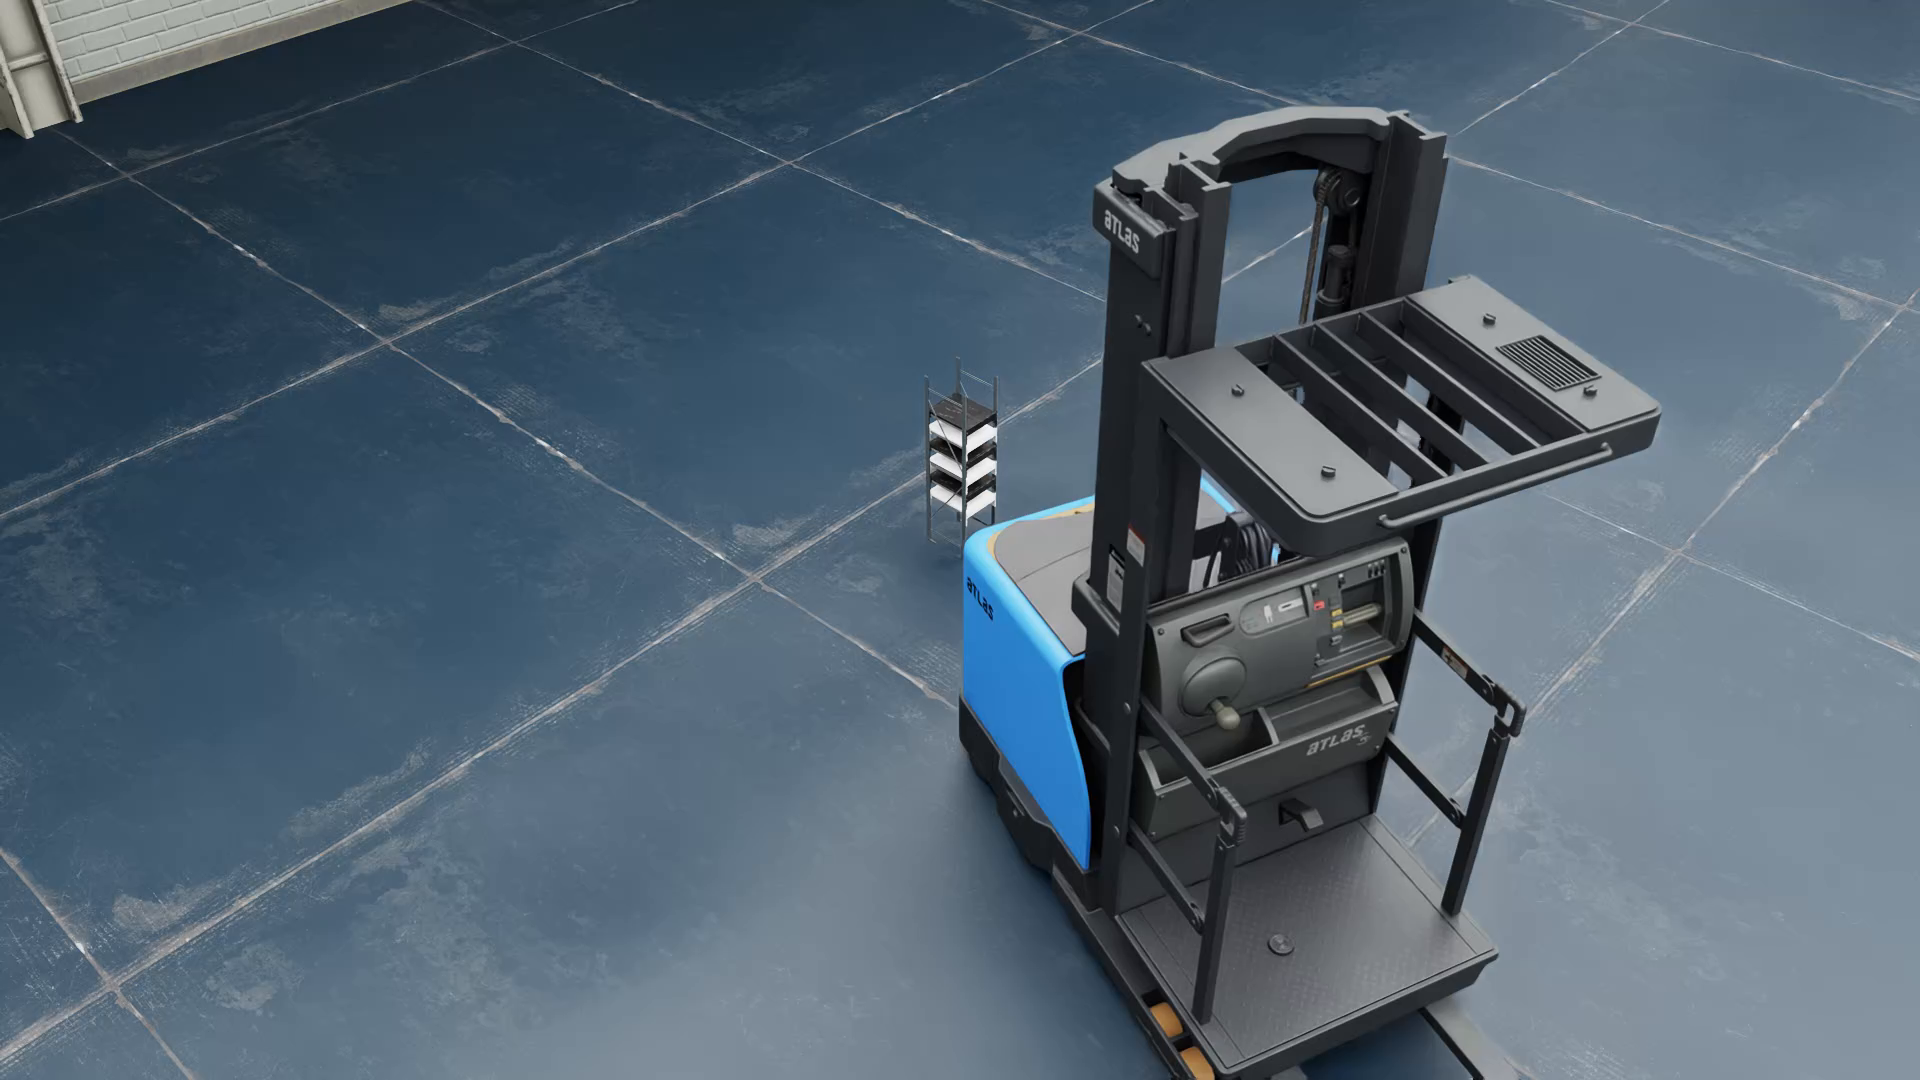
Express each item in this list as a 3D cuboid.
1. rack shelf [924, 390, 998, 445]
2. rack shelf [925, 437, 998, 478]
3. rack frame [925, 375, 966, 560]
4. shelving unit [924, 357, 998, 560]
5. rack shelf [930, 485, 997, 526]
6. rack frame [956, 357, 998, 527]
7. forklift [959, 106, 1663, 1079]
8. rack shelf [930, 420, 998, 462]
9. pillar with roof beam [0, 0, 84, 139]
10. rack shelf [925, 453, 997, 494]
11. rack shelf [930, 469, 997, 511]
[{"bbox_3d":[0.005,-0.541,7.327,0.258,0.077,0.200,30,47,32],"label":"rack shelf"},{"bbox_3d":[0.005,-0.400,7.439,0.258,0.077,0.200,30,47,32],"label":"rack shelf"},{"bbox_3d":[-0.063,-0.309,7.416,0.240,0.900,0.006,30,47,32],"label":"rack frame"},{"bbox_3d":[0.005,-0.356,7.475,0.258,0.900,0.210,30,47,32],"label":"shelving unit"},{"bbox_3d":[0.005,-0.189,7.607,0.258,0.077,0.200,30,47,32],"label":"rack shelf"},{"bbox_3d":[0.074,-0.403,7.533,0.240,0.900,0.006,30,47,32],"label":"rack frame"},{"bbox_3d":[1.092,0.365,4.936,1.130,2.935,3.031,-17,41,-20],"label":"forklift"},{"bbox_3d":[0.005,-0.471,7.383,0.258,0.077,0.200,30,47,32],"label":"rack shelf"},{"bbox_3d":[-3.050,-4.553,6.246,9.100,9.000,0.400,30,47,32],"label":"pillar with roof beam"},{"bbox_3d":[0.005,-0.330,7.495,0.258,0.077,0.200,30,47,32],"label":"rack shelf"},{"bbox_3d":[0.005,-0.259,7.551,0.258,0.077,0.200,30,47,32],"label":"rack shelf"}]
